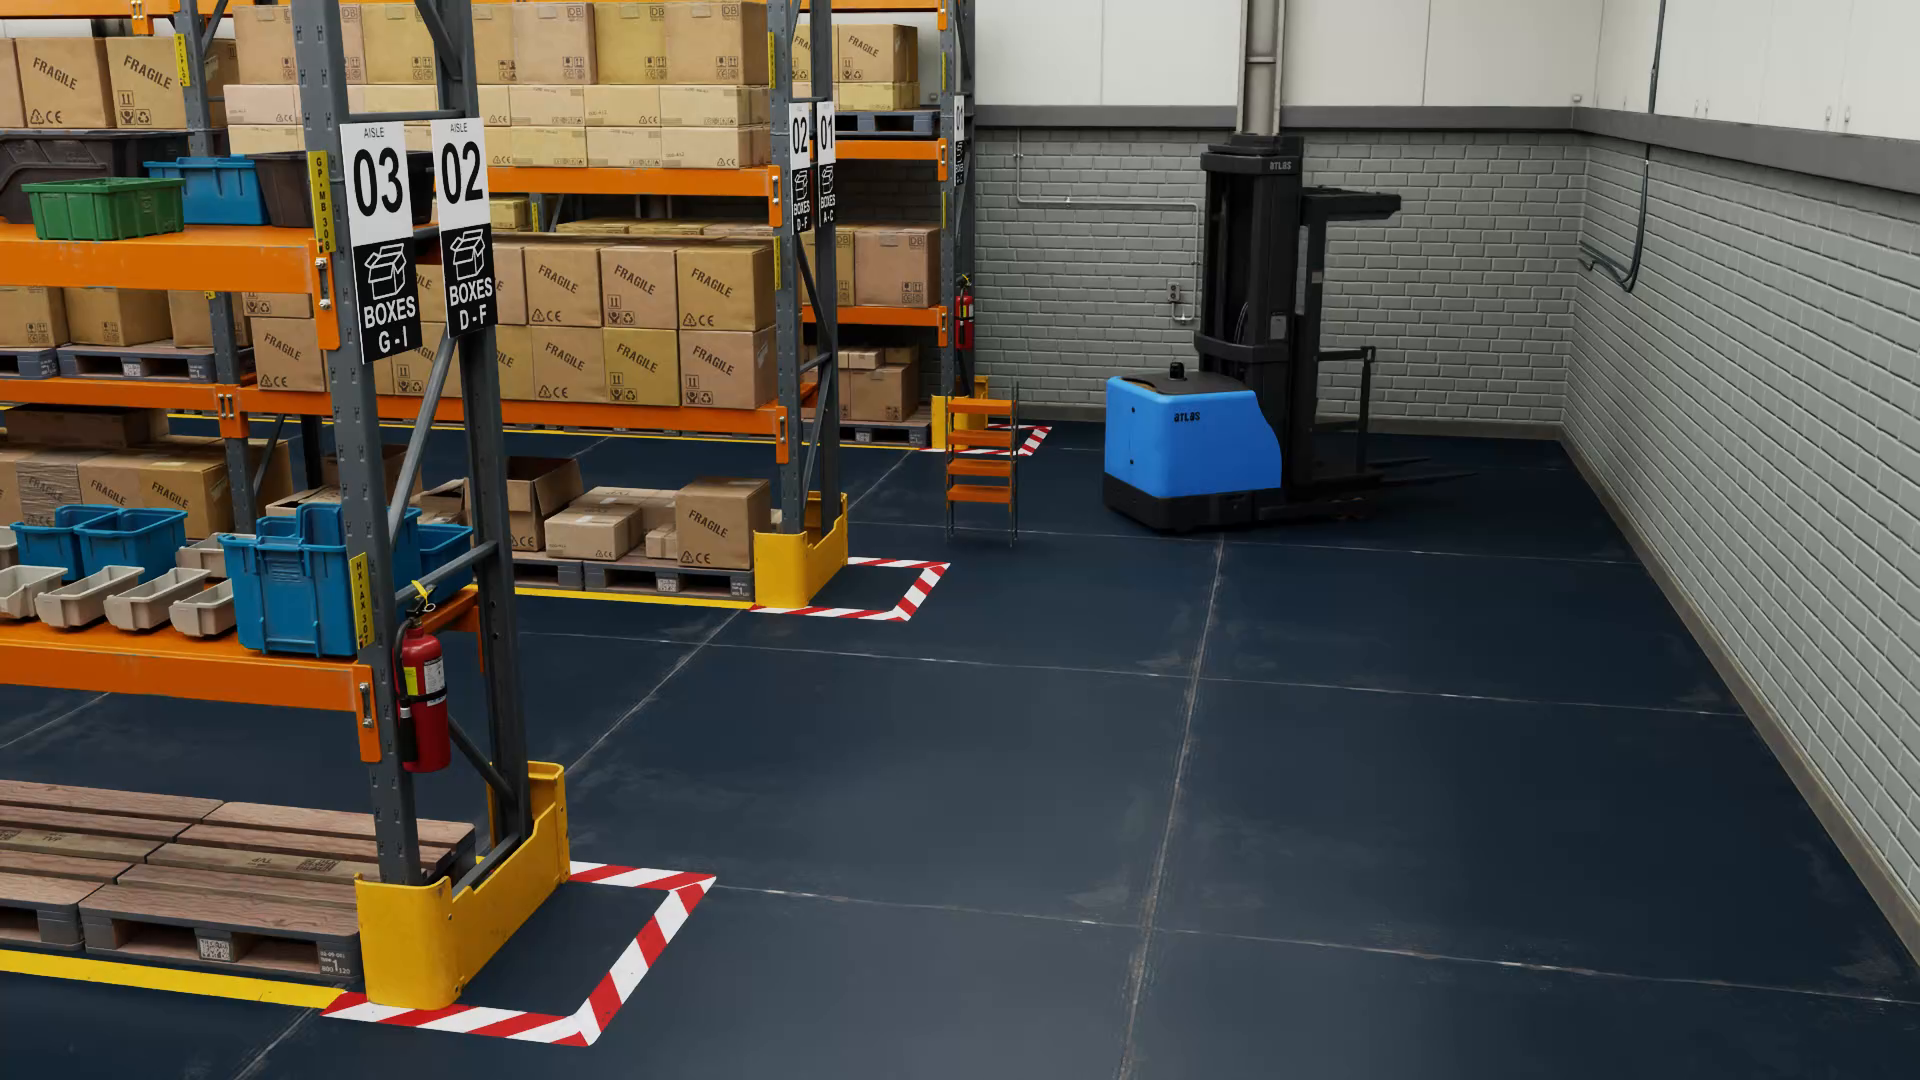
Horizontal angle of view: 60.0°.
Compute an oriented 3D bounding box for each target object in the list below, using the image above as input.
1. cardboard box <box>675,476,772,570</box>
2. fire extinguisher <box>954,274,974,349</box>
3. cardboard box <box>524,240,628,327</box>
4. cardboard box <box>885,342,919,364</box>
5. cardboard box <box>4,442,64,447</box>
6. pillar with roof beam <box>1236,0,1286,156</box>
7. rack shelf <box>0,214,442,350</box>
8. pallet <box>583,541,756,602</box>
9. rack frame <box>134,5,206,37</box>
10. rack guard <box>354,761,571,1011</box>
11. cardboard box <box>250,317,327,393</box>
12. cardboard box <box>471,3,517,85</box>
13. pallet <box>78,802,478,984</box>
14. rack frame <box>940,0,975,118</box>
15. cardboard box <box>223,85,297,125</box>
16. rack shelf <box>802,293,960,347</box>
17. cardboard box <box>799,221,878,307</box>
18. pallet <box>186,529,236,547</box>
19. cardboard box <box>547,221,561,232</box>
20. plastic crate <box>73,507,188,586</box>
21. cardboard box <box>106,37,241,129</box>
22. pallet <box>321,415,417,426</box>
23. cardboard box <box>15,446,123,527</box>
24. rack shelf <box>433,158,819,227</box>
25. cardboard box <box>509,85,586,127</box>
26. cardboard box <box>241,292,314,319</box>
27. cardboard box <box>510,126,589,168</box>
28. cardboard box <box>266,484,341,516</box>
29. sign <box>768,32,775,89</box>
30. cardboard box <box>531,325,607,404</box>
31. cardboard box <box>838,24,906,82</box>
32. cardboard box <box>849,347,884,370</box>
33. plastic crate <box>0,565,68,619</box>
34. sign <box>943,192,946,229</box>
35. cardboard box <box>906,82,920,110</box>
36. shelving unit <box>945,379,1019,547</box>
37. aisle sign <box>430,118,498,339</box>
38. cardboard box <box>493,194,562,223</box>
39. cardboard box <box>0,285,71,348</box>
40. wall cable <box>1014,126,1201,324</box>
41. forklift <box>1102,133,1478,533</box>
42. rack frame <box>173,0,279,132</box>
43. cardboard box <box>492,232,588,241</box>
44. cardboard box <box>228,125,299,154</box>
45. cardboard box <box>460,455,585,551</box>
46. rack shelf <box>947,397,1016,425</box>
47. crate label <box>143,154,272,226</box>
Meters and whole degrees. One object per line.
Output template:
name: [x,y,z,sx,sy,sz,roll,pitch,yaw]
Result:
cardboard box: [-1.582,-0.121,11.168,0.500,0.500,0.500,3,16,11]
fire extinguisher: [0.039,-2.099,15.295,0.183,0.674,0.296,3,16,11]
cardboard box: [-2.495,-1.684,10.891,0.500,0.500,0.500,4,16,13]
cardboard box: [-0.560,-1.812,16.096,0.250,0.149,0.380,3,16,11]
cardboard box: [-6.854,-0.540,12.680,0.500,0.500,0.500,3,16,9]
pillar with roof beam: [1.944,-4.293,11.132,0.400,9.000,9.100,3,16,11]
rack shelf: [-3.951,-1.059,6.423,4.000,0.370,1.077,3,16,11]
pallet: [-1.856,0.149,11.560,1.213,0.211,1.003,3,16,11]
rack frame: [-7.856,-5.762,16.435,0.127,3.000,1.000,3,16,11]
rack guard: [-1.965,1.349,6.685,0.348,0.500,1.175,3,16,11]
cardboard box: [-4.475,-1.312,11.421,0.500,0.500,0.500,4,16,13]
cardboard box: [-2.962,-3.246,10.912,0.500,0.500,0.700,3,16,11]
pallet: [-2.791,1.436,6.911,1.213,0.211,1.003,3,16,11]
rack frame: [-0.017,-5.336,14.899,0.127,3.000,1.000,3,16,11]
cardboard box: [-4.493,-2.885,11.014,0.500,0.250,0.500,3,16,11]
rack shelf: [-1.976,-2.205,16.180,4.000,0.370,1.077,3,16,11]
cardboard box: [-1.233,-2.650,15.877,0.700,0.700,0.980,3,16,11]
pallet: [-5.724,-0.051,12.282,1.213,0.211,1.003,3,16,11]
cardboard box: [-4.337,-2.949,16.739,0.500,0.500,0.500,3,16,9]
plastic crate: [-3.457,0.029,6.969,0.300,0.233,0.416,3,16,11]
cardboard box: [-5.399,-3.152,11.472,0.600,0.600,0.600,2,16,6]
pallet: [-5.907,-1.400,17.149,1.213,0.211,1.003,3,16,11]
cardboard box: [-6.435,-0.376,12.088,0.500,0.500,0.500,3,16,12]
rack shelf: [-2.960,-2.354,11.101,4.000,0.370,1.077,3,16,11]
cardboard box: [-2.533,-2.778,10.627,0.500,0.250,0.500,3,16,11]
cardboard box: [-4.514,-1.793,11.286,0.500,0.500,0.500,4,16,13]
cardboard box: [-2.536,-2.533,10.680,0.500,0.250,0.500,3,16,11]
cardboard box: [-4.552,-0.199,11.804,0.500,0.311,0.500,3,16,11]
sign: [-1.130,-2.877,9.982,0.005,0.325,0.100,3,16,11]
cardboard box: [-2.490,-1.204,11.034,0.500,0.500,0.500,3,16,12]
cardboard box: [-0.788,-4.398,15.033,0.500,0.500,0.500,3,16,11]
cardboard box: [-0.885,-1.726,15.783,0.250,0.149,0.380,3,16,10]
plastic crate: [-3.679,0.210,6.496,0.250,0.136,0.298,3,16,11]
sign: [-0.138,-2.976,15.004,0.005,0.325,0.100,3,16,11]
cardboard box: [-0.683,-4.172,15.622,0.500,0.250,0.500,4,16,14]
shelving unit: [0.162,-0.569,12.300,0.503,1.200,0.258,3,16,11]
aisle sign: [-1.861,-1.180,6.263,0.004,0.787,0.394,3,16,11]
cardboard box: [-4.335,-3.313,16.647,0.500,0.250,0.500,4,16,13]
cardboard box: [-6.663,-1.690,12.001,0.500,0.500,0.700,-1,16,-3]
wall cable: [1.427,-3.114,16.212,1.851,1.984,0.084,3,16,11]
forklift: [2.716,-1.688,13.096,3.031,2.935,1.130,-6,16,-20]
rack frame: [-4.920,-4.253,10.988,0.127,3.000,1.000,3,16,11]
cardboard box: [-2.883,-1.852,11.499,0.500,0.500,0.500,3,16,11]
cardboard box: [-4.493,-2.644,11.082,0.500,0.250,0.500,3,16,11]
cardboard box: [-3.078,-0.272,11.708,0.637,0.503,0.797,3,16,11]
rack shelf: [0.162,-0.948,12.195,0.480,0.148,0.258,3,16,11]
crate label: [-2.830,-1.361,6.446,0.502,0.251,0.408,3,16,11]
